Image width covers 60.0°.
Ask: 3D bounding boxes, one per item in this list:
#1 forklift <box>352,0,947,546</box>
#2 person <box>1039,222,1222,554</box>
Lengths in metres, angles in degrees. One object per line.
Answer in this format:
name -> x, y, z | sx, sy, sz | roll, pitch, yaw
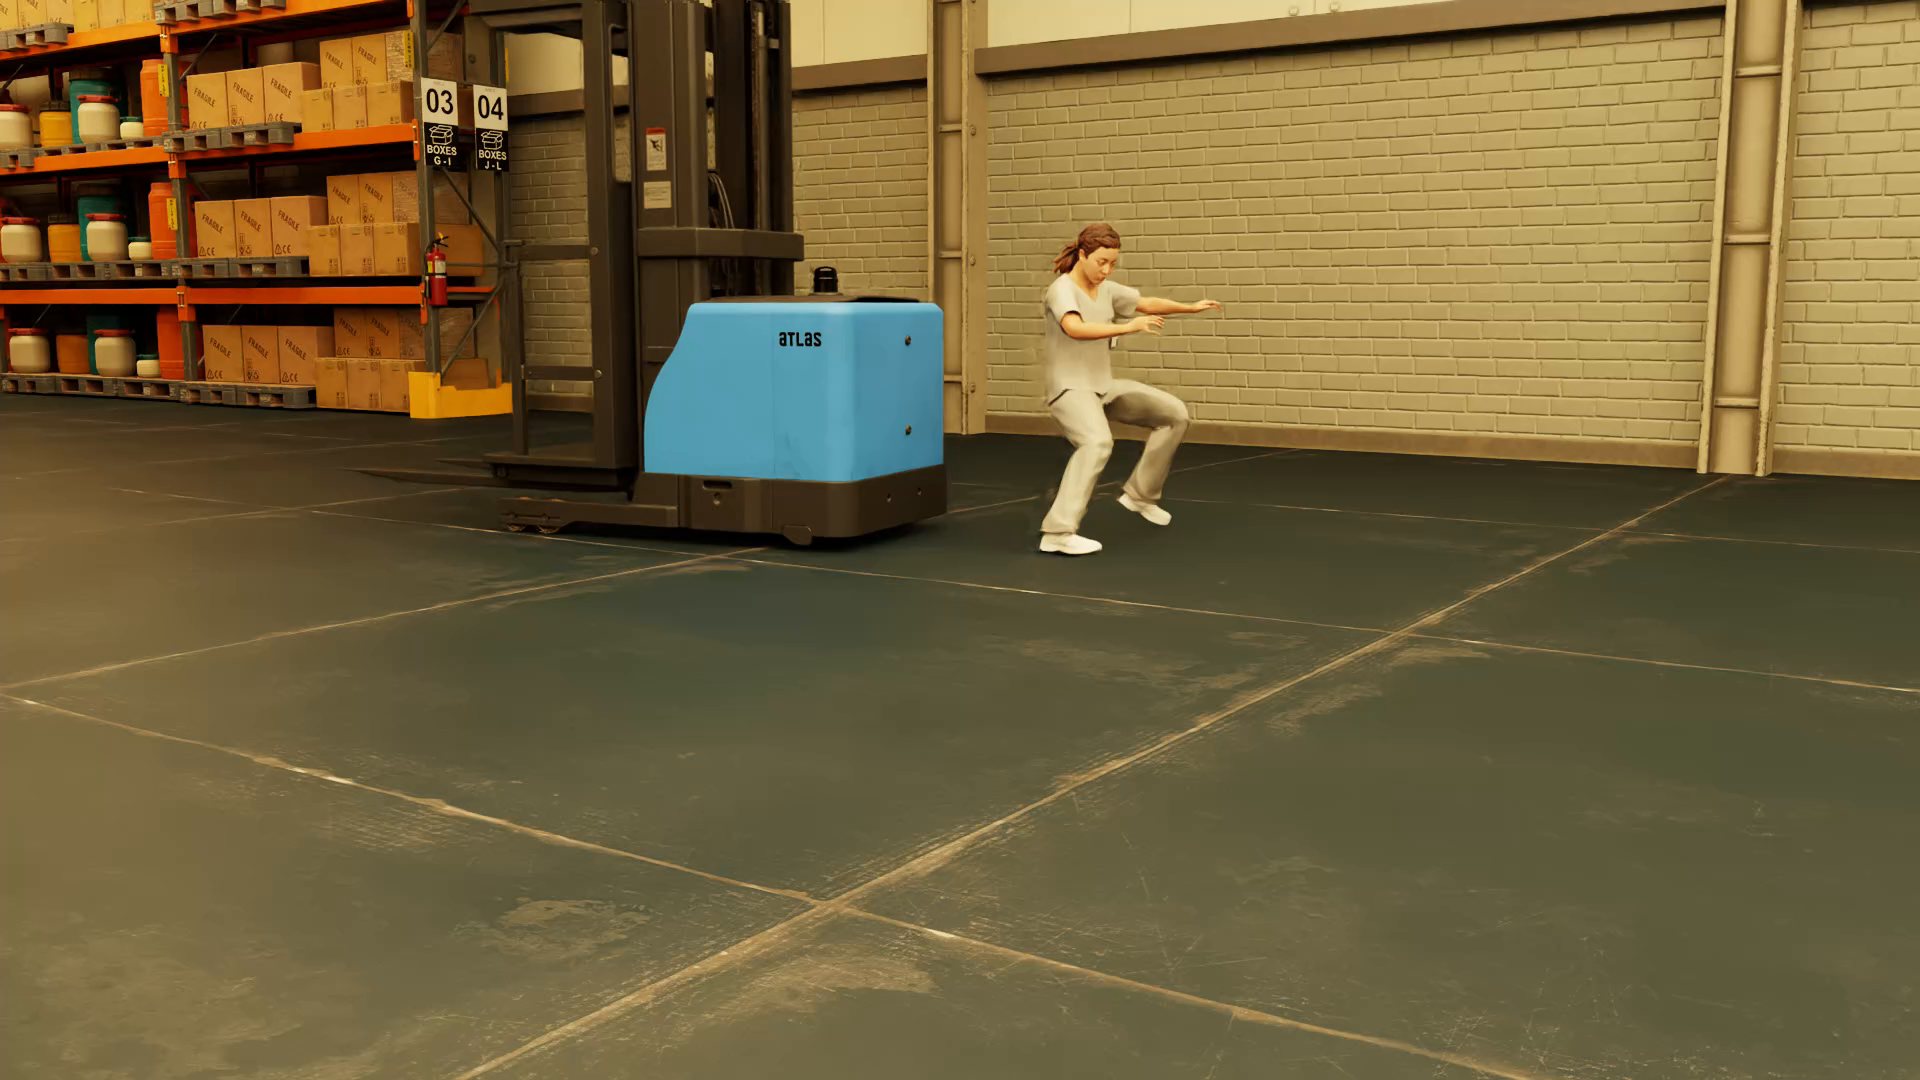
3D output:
forklift -> -1.622, -1.542, 8.040 | 3.031, 2.935, 1.130 | 4, 9, 25
person -> 0.697, -0.709, 7.497 | 0.650, 1.426, 1.070 | 8, 11, 43
